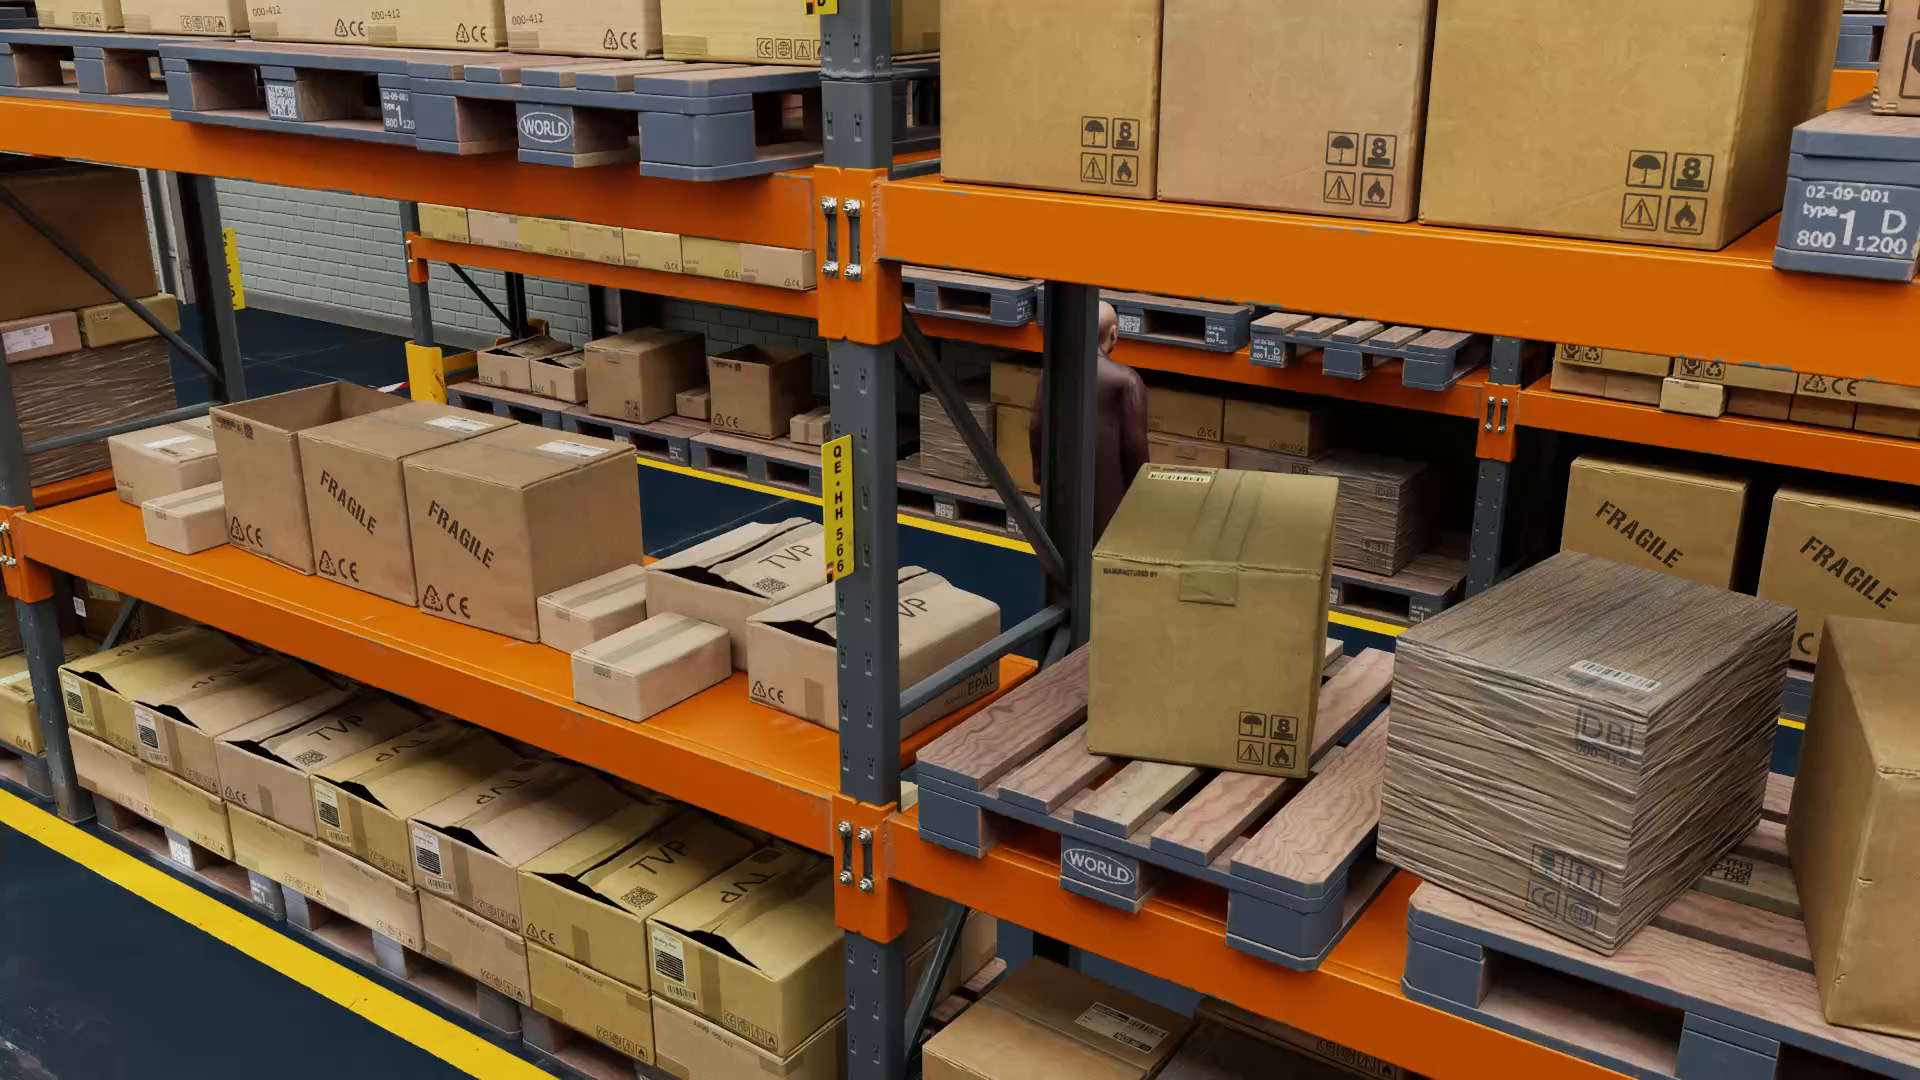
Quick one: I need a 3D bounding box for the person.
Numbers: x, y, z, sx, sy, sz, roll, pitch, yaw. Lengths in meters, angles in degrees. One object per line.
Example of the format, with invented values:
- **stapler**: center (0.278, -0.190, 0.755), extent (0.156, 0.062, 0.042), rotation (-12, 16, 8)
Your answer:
- **person**: center (0.617, -0.220, 7.713), extent (0.640, 1.773, 0.424), rotation (12, 23, 31)
